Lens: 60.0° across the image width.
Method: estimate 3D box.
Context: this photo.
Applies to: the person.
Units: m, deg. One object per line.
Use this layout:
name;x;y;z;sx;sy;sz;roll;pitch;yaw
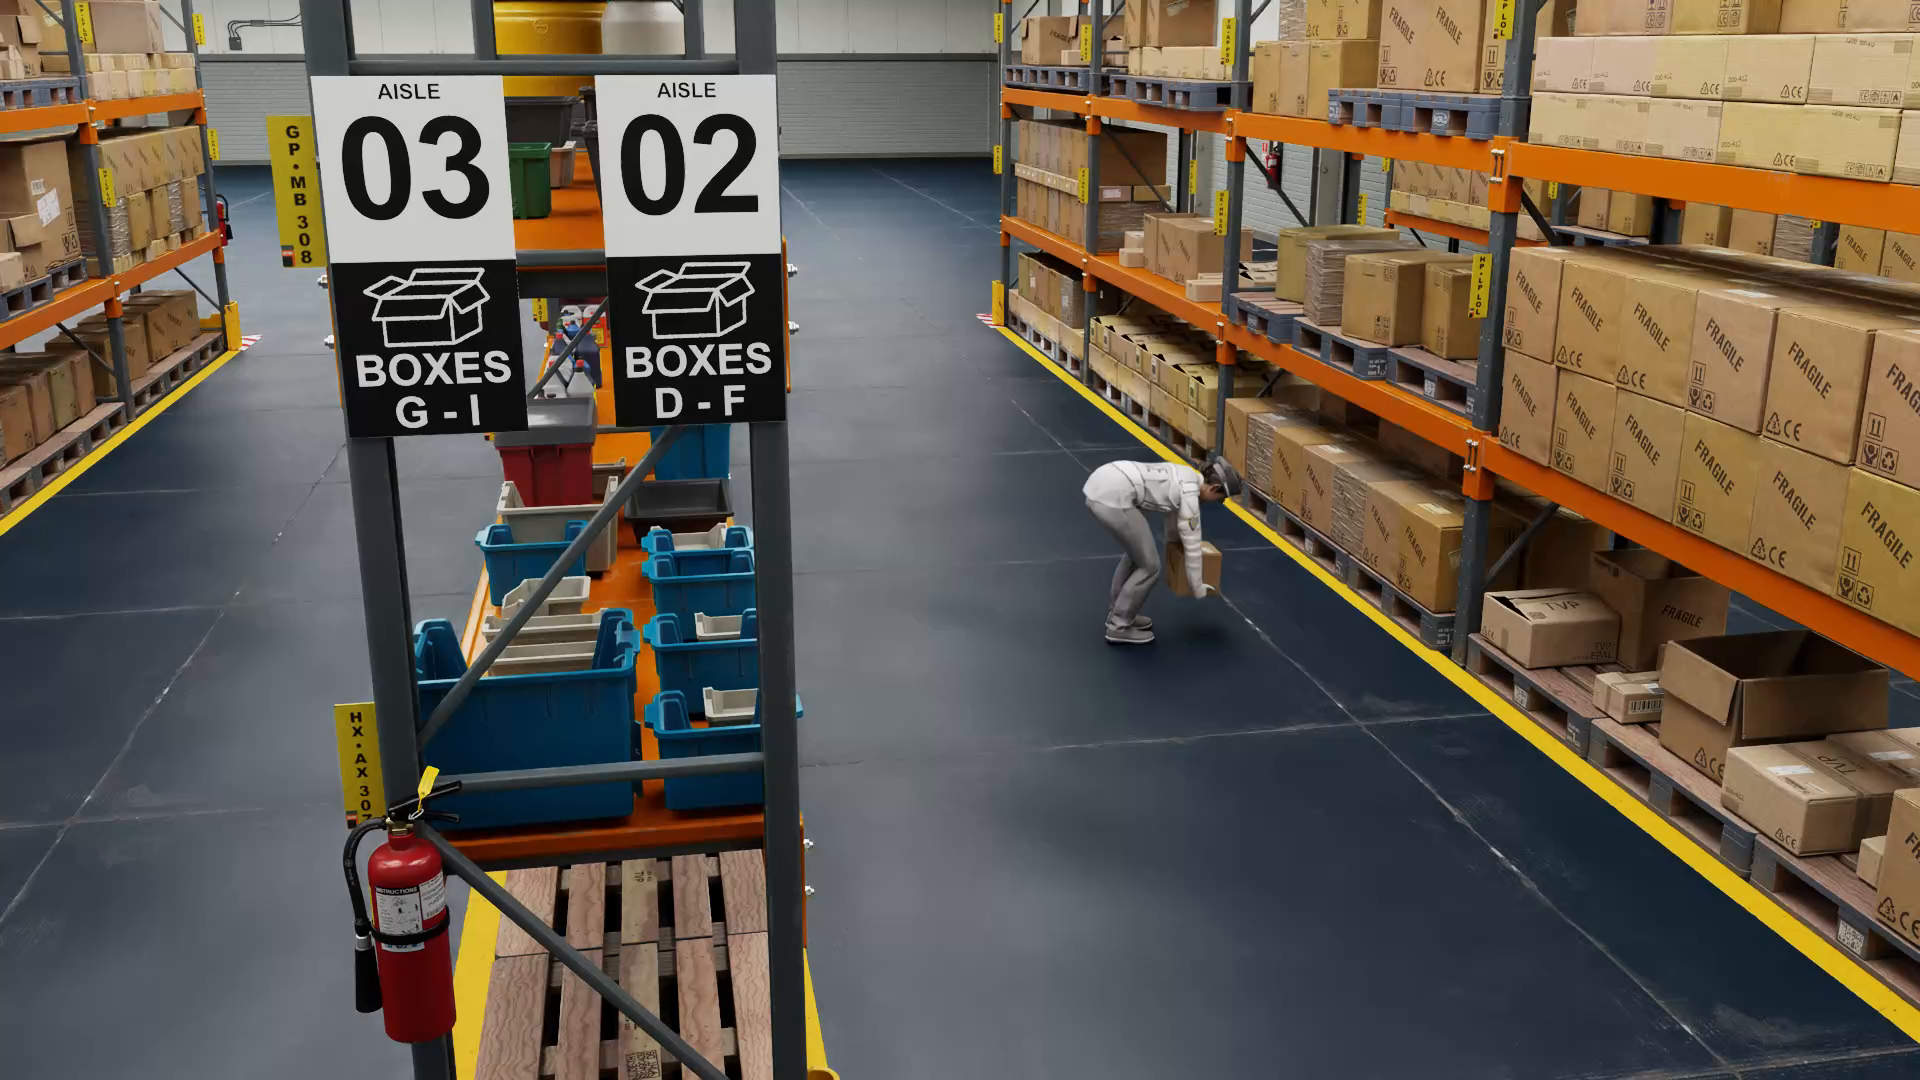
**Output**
person;1.160;0.044;9.511;0.924;1.030;0.415;-4;17;-13
